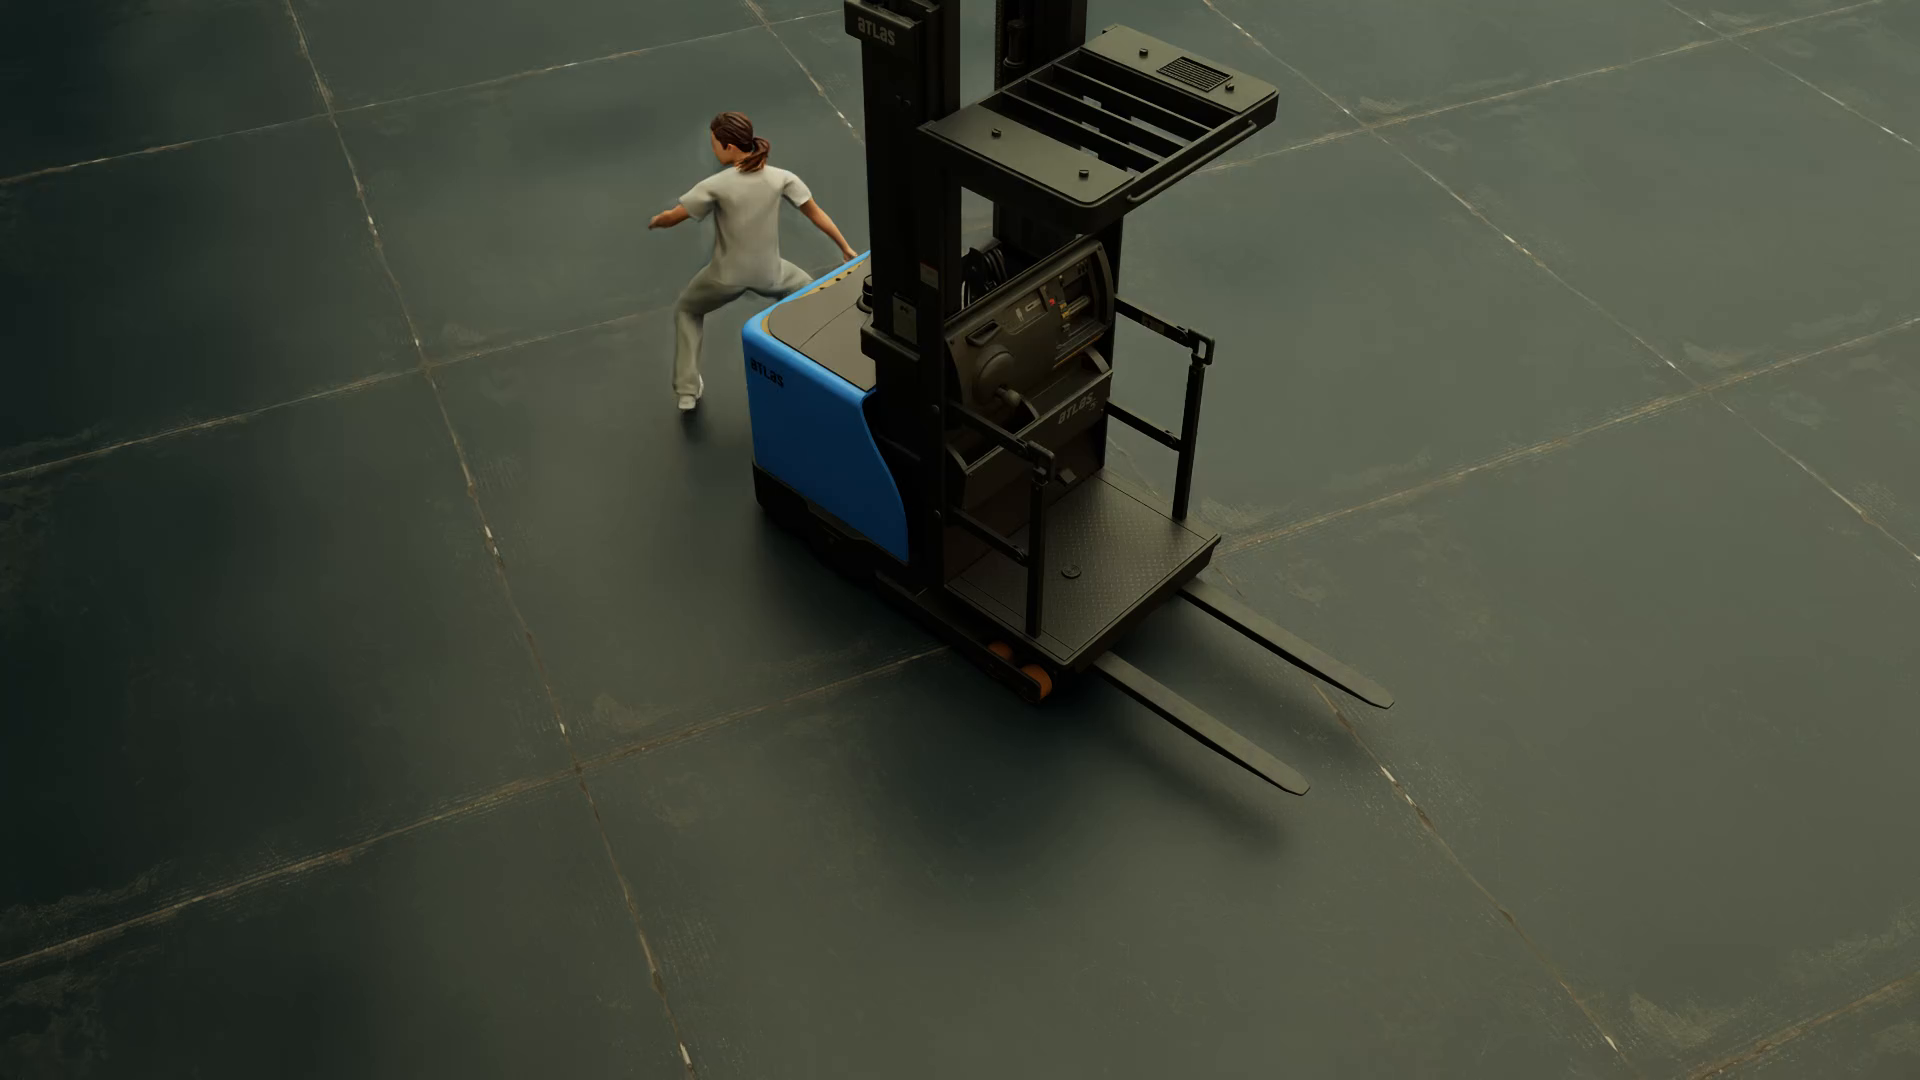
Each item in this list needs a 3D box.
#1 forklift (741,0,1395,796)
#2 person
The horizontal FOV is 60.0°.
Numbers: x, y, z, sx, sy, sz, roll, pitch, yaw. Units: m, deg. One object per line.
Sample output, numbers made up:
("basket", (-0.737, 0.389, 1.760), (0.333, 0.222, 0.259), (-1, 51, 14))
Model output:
("forklift", (0.445, -0.788, 6.525), (3.031, 2.935, 1.130), (32, 52, 30))
("person", (-0.999, -1.338, 8.222), (1.001, 1.615, 0.525), (-9, 44, -10))
